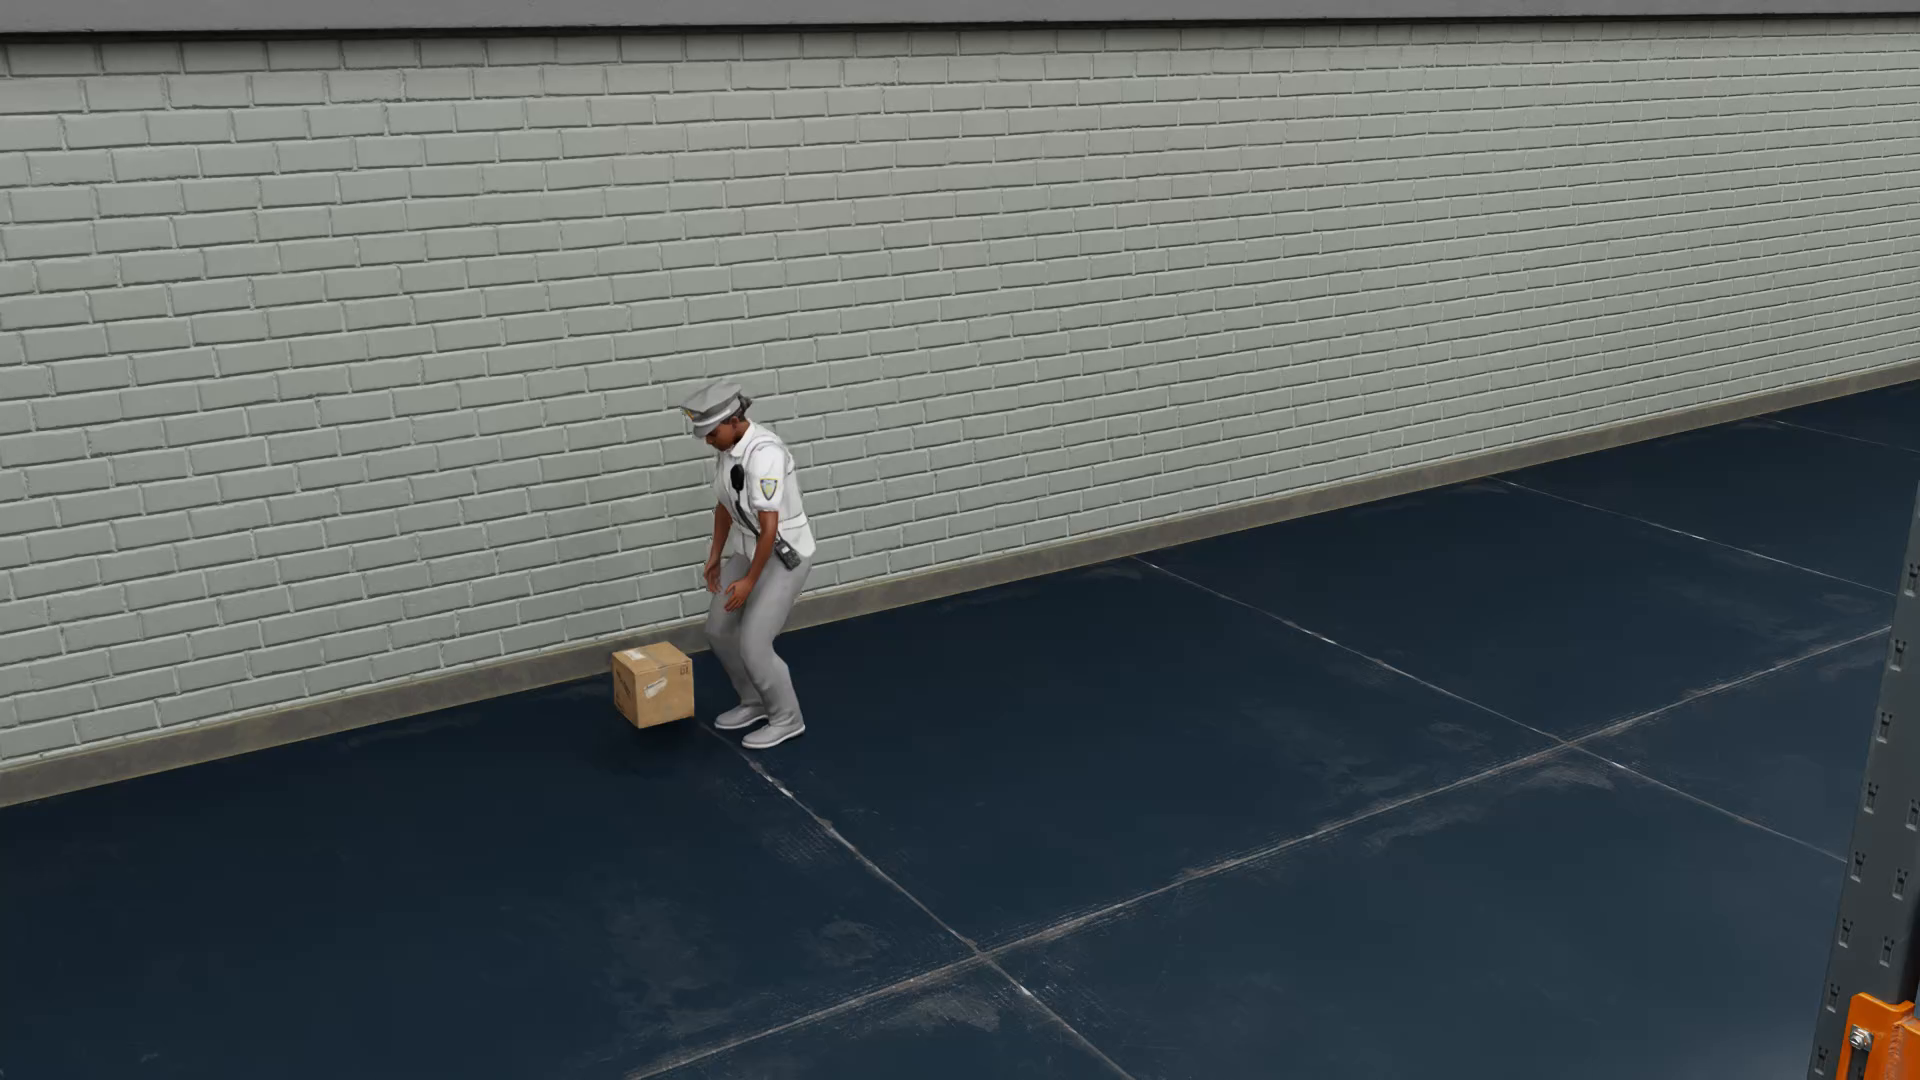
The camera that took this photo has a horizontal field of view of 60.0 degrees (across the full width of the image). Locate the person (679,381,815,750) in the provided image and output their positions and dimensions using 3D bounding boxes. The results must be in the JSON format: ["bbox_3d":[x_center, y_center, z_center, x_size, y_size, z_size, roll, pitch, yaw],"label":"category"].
[{"bbox_3d":[-0.865,0.102,6.927,0.541,1.563,0.476,-11,21,-30],"label":"person"}]
